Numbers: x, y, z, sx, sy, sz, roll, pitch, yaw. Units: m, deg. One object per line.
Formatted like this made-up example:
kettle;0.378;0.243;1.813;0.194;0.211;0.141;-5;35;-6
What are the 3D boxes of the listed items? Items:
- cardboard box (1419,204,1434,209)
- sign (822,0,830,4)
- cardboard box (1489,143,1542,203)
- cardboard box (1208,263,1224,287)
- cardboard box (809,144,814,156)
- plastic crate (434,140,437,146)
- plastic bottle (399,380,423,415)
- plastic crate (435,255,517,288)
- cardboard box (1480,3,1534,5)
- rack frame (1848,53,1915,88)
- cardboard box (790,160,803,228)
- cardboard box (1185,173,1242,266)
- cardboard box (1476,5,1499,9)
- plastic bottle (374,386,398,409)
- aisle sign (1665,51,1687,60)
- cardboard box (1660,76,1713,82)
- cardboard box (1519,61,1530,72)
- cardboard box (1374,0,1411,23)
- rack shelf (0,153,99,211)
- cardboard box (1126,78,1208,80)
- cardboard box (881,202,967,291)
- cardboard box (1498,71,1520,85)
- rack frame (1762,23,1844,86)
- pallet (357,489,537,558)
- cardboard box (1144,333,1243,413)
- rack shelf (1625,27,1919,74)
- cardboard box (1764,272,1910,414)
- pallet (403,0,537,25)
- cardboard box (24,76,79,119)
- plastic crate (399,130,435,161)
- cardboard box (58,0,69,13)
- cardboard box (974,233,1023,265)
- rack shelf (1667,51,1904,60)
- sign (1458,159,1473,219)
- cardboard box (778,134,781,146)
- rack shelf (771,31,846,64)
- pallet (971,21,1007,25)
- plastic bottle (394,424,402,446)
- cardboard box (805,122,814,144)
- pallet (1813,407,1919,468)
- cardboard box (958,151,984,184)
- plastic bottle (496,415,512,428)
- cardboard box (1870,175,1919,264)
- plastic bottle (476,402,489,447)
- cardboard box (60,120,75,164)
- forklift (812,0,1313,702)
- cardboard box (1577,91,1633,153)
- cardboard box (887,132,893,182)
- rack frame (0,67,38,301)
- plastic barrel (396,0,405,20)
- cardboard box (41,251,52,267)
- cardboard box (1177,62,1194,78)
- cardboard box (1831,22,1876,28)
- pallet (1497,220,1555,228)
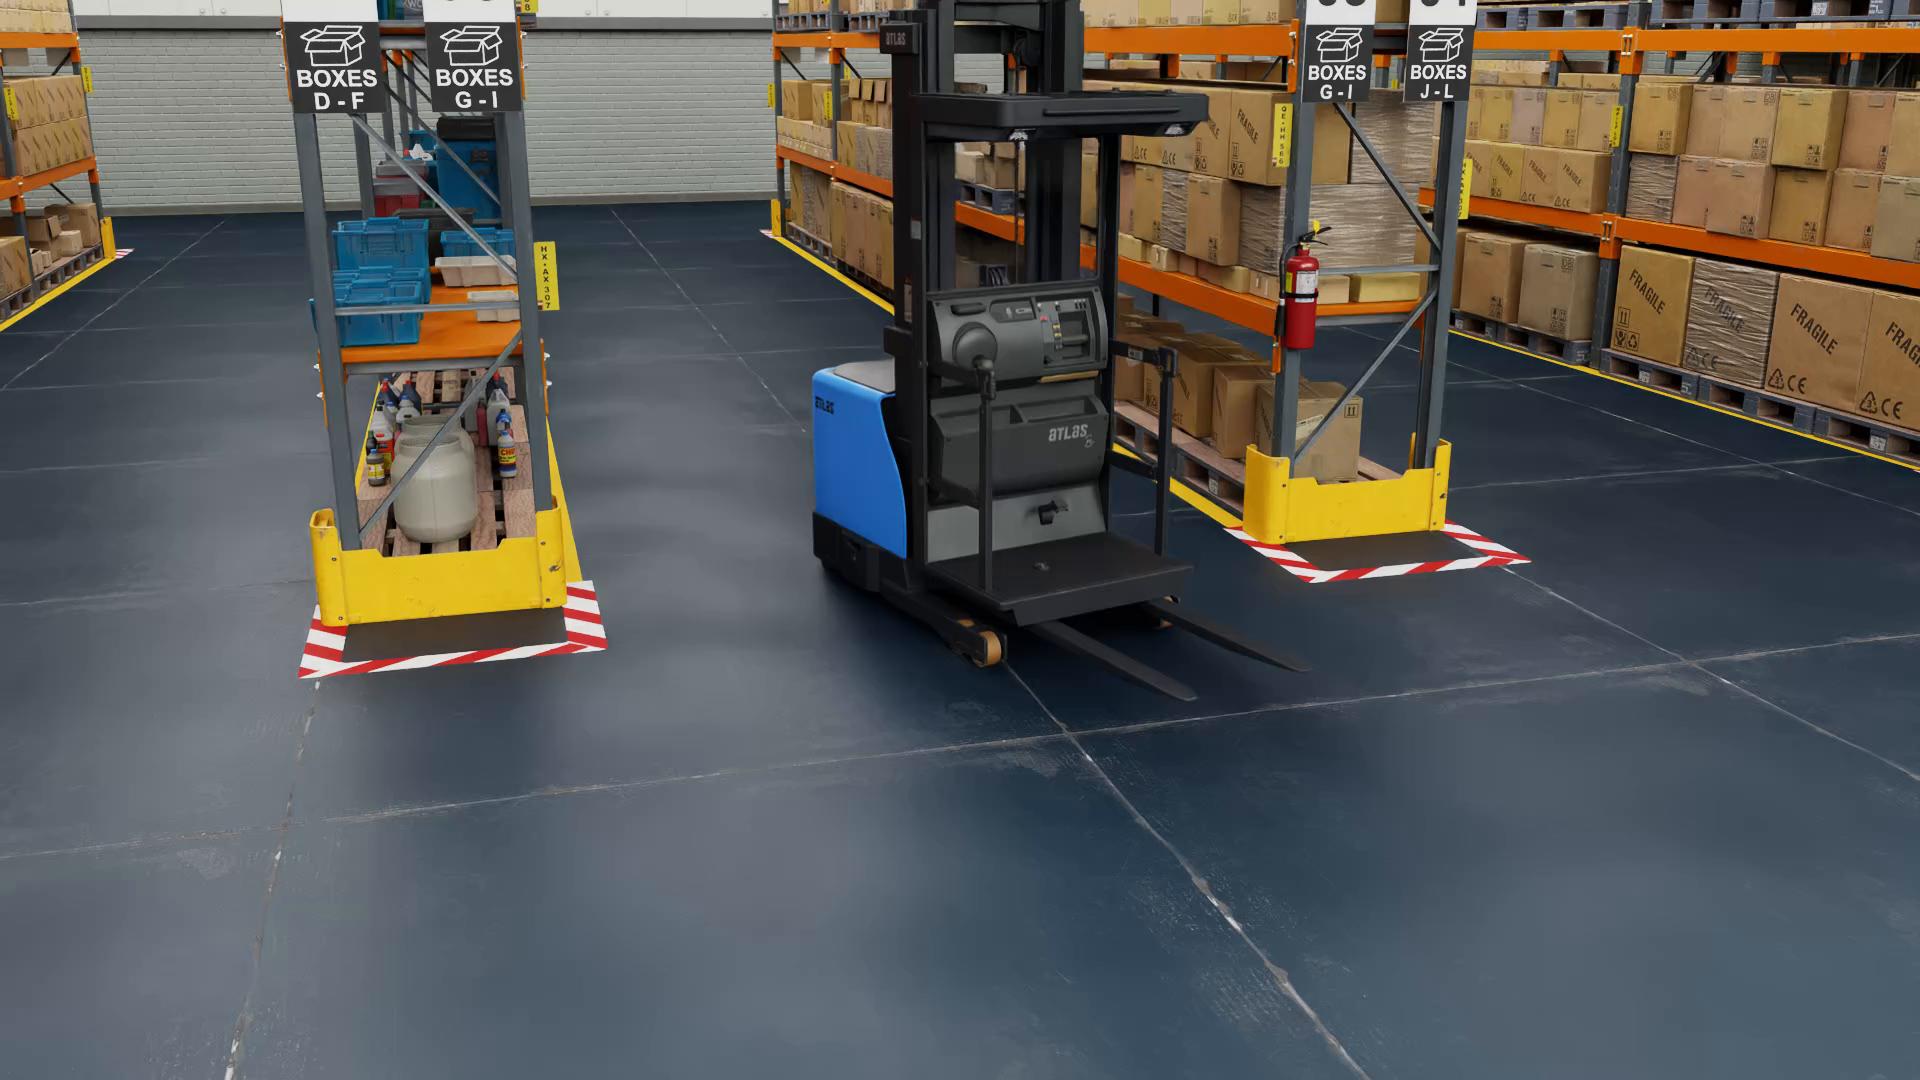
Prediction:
cardboard box;7.660;-5.489;26.235;0.875;0.438;0.875;-5;18;-17
sign;-1.580;-6.478;19.552;0.100;0.325;0.005;-5;17;-15
cardboard box;5.270;-3.402;15.389;0.500;0.500;0.500;-5;17;-15
cardboard box;1.734;-1.627;10.092;0.380;0.149;0.250;-5;17;-15
cardboard box;-1.729;-5.023;21.395;0.380;0.149;0.250;-4;17;-14
plastic crate;-6.713;-4.922;20.809;0.416;0.233;0.300;-5;17;-15
plastic bottle;-3.649;-0.893;11.050;0.144;0.351;0.185;-5;17;-15
plastic crate;-2.921;-1.640;10.156;0.530;0.136;0.437;-5;17;-15
cardboard box;5.425;-5.435;16.369;0.500;0.311;0.500;-5;17;-15
rack frame;13.253;-5.977;24.135;1.000;3.000;0.127;-5;17;-15
cardboard box;-1.893;-4.919;23.577;0.875;0.875;0.875;-5;17;-15
cardboard box;1.873;-1.954;10.052;0.875;0.500;0.500;-5;17;-15
cardboard box;7.792;-7.854;24.092;0.500;0.500;0.500;-4;17;-14
plastic bottle;-3.736;-0.829;10.838;0.144;0.351;0.185;-5;18;-18
aisle sign;11.853;-8.324;27.430;0.394;0.787;0.004;-5;17;-15
cardboard box;8.908;-5.405;20.320;0.500;0.500;0.500;-5;17;-15
cardboard box;8.064;-6.632;23.277;0.380;0.149;0.250;-5;17;-15
cardboard box;2.367;-2.999;9.268;0.500;0.250;0.500;-4;17;-14
rack shelf;-11.123;-4.226;19.558;1.077;0.370;4.000;-5;17;-15
cardboard box;1.540;-3.153;12.307;0.500;0.500;0.500;-5;17;-15
cardboard box;-0.117;-3.069;17.420;1.225;0.875;0.875;-6;18;-18
cardboard box;7.955;-6.360;23.498;0.500;0.500;0.500;-5;17;-16
rack frame;9.581;-4.477;19.142;1.000;3.000;0.127;-5;17;-15
pallet;-2.796;0.004;9.071;1.003;0.211;1.213;-5;17;-15
cardboard box;1.634;-1.154;11.694;0.500;0.500;0.500;-6;18;-20
rack shelf;6.498;-3.490;11.893;1.077;0.370;4.000;-5;17;-15
cardboard box;6.554;-1.454;12.041;0.875;0.875;0.875;-5;17;-16
pallet;-2.645;-2.672;8.246;1.003;0.211;1.213;-5;17;-15
cardboard box;-11.146;-5.410;20.336;0.500;0.500;0.500;-4;17;-14
plastic crate;-6.265;-4.531;19.247;0.392;0.384;0.575;-5;17;-15
cardboard box;-11.286;-6.606;20.408;0.500;0.250;0.500;-5;17;-15
cardboard box;0.421;-2.737;15.627;0.500;0.250;0.500;-3;17;-9
rack shelf;12.703;-7.622;25.649;1.077;0.370;4.000;-5;17;-15
sign;2.772;-1.938;9.185;0.100;0.325;0.005;-5;17;-15
cardboard box;-2.366;-5.662;23.523;0.380;0.149;0.250;-4;17;-15
rack shelf;-1.597;-6.445;21.730;1.077;0.370;4.000;-5;17;-15
pallet;0.796;-4.399;13.996;1.213;0.211;1.003;-5;17;-15
plastic bottle;-3.378;-0.552;10.034;0.061;0.283;0.133;-5;17;-15
cardboard box;-1.706;-5.256;21.479;0.500;0.250;0.500;-4;17;-14
pallet;6.753;-0.724;11.496;1.003;0.211;1.213;-5;17;-15
cardboard box;0.292;-3.341;14.891;0.500;0.250;0.500;-5;17;-17
plastic bottle;-2.832;-0.642;10.352;0.097;0.271;0.097;0;17;0
cardboard box;6.730;-2.166;11.188;0.875;0.550;0.550;-5;17;-15
plastic bottle;-3.076;-0.753;10.703;0.061;0.283;0.133;-5;17;-15
cardboard box;-11.010;-4.788;20.003;0.500;0.500;0.500;-5;17;-15
forklift;0.400;-0.978;7.614;1.130;2.935;3.031;-10;19;-30
cardboard box;5.806;-3.615;14.360;0.700;0.500;0.500;-5;17;-16
cardboard box;-0.453;-3.997;17.369;0.500;0.500;0.500;-5;17;-16
rack frame;-10.573;-4.018;17.613;1.000;3.000;0.127;-5;17;-15
plastic barrel;-3.959;-3.995;11.454;0.600;0.901;0.708;-5;17;-15
cardboard box;-10.728;-3.243;19.195;0.380;0.166;0.250;-5;17;-15
cardboard box;3.213;-6.084;22.065;0.500;0.500;0.500;-5;18;-17
cardboard box;9.832;-5.698;17.820;0.700;0.500;0.500;-5;17;-15
pallet;8.348;-4.464;23.947;1.003;0.211;1.213;-5;17;-15
